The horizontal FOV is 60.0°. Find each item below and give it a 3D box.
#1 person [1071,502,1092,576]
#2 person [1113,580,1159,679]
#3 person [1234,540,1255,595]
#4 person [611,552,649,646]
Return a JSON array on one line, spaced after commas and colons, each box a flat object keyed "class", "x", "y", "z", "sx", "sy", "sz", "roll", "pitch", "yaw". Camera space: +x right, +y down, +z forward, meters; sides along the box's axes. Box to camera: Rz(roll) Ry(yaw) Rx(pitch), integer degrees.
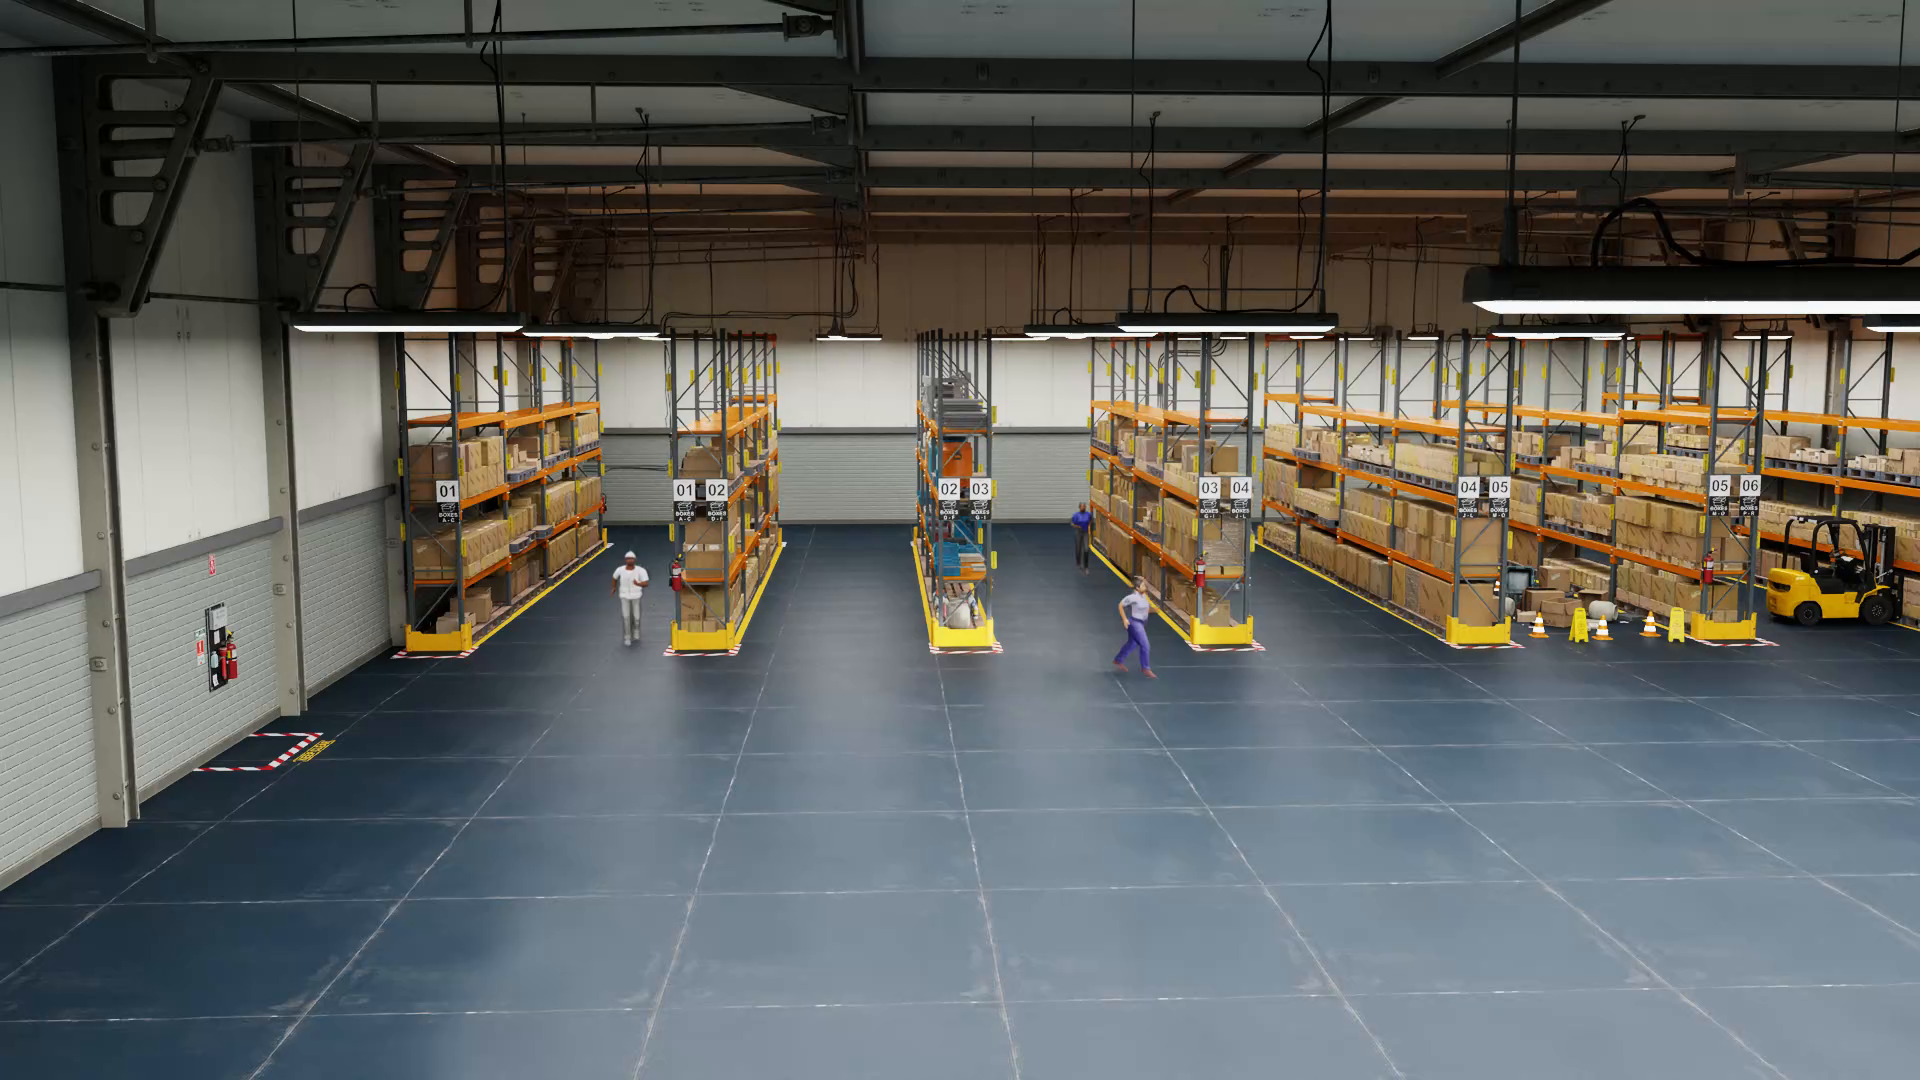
[{"class": "person", "x": 2.926, "y": -0.037, "z": 39.875, "sx": 0.566, "sy": 1.760, "sz": 0.713, "roll": -1, "pitch": 7, "yaw": -5}, {"class": "person", "x": 3.033, "y": 1.518, "z": 28.729, "sx": 0.838, "sy": 1.694, "sz": 0.580, "roll": 3, "pitch": 7, "yaw": 25}, {"class": "person", "x": 6.543, "y": 0.418, "z": 38.337, "sx": 0.558, "sy": 1.650, "sz": 0.727, "roll": -1, "pitch": 7, "yaw": -8}, {"class": "person", "x": -6.290, "y": 1.097, "z": 31.668, "sx": 0.703, "sy": 1.736, "sz": 0.936, "roll": -1, "pitch": 7, "yaw": -7}]
